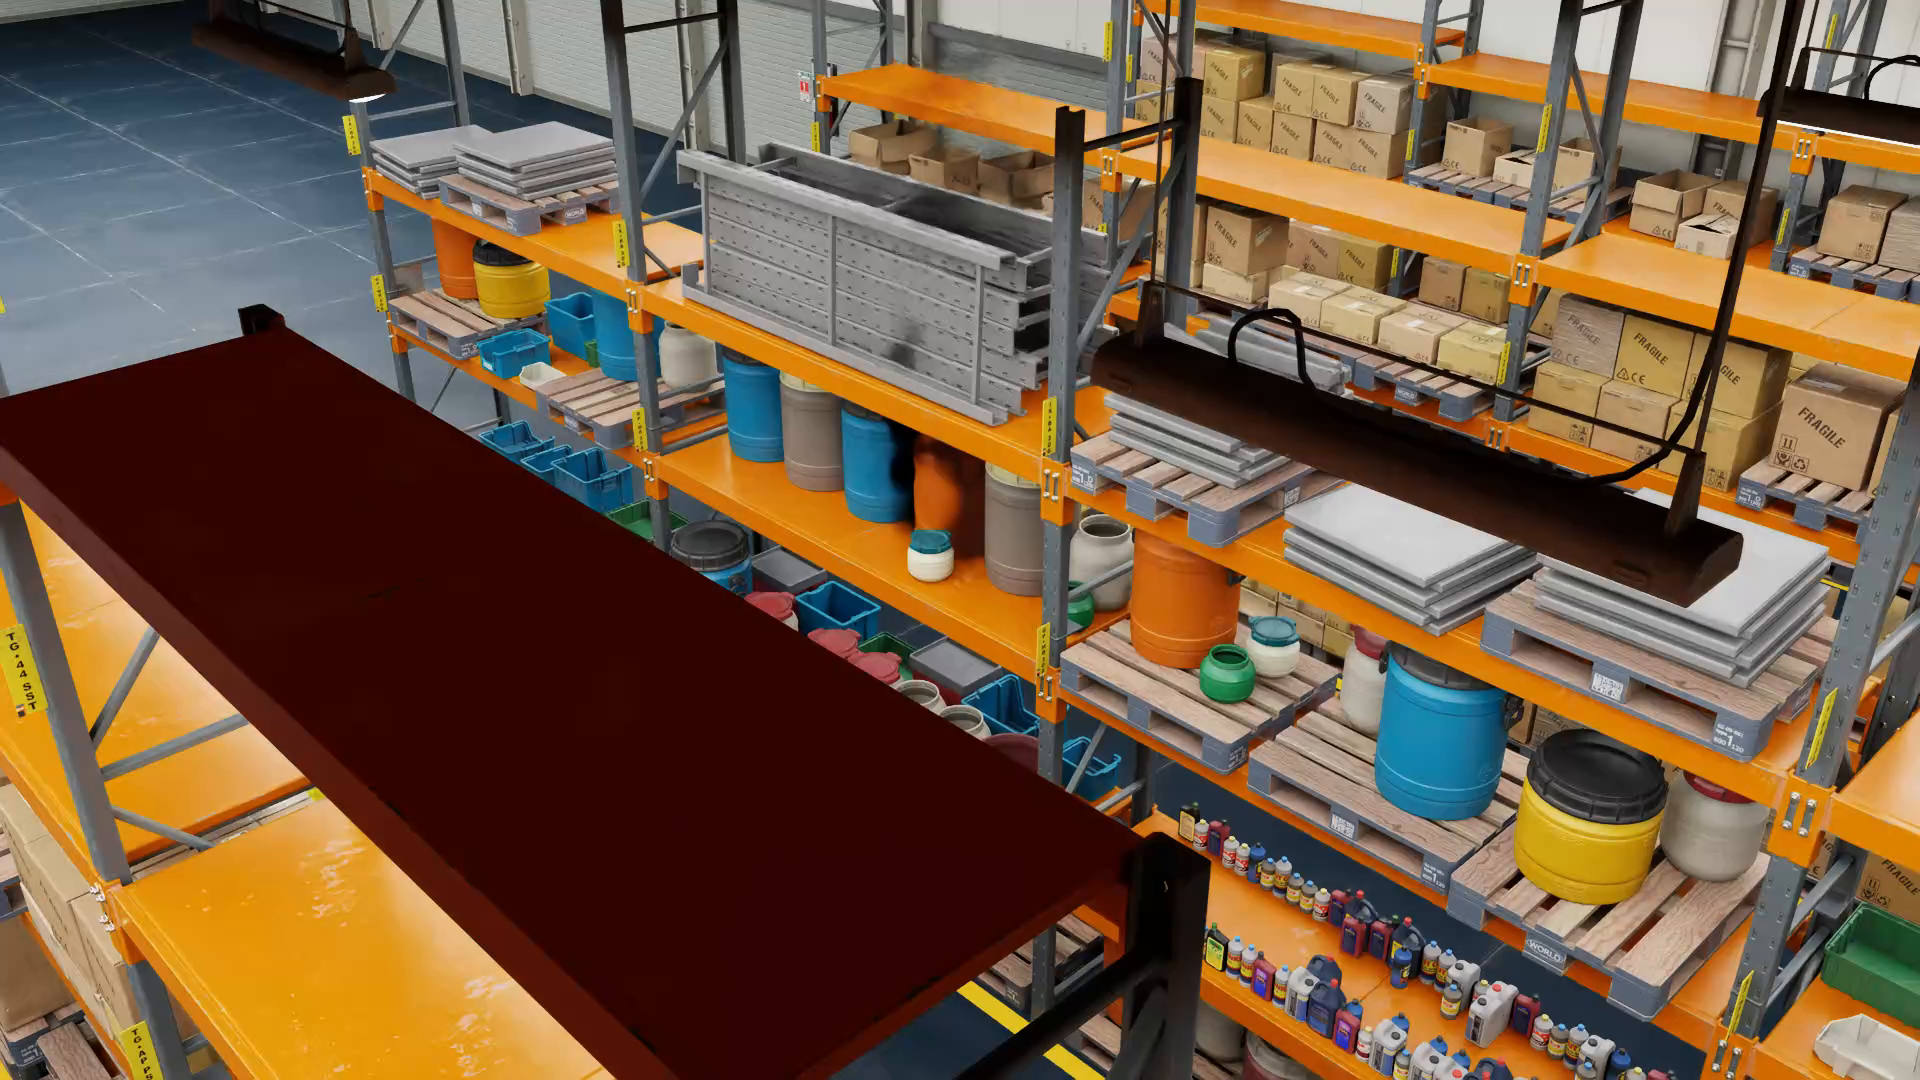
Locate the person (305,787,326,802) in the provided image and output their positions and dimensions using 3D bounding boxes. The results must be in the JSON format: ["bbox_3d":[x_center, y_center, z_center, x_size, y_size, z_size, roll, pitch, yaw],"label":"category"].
[{"bbox_3d":[-4.094,1.941,10.811,0.712,1.859,0.670,21,34,33],"label":"person"}]
